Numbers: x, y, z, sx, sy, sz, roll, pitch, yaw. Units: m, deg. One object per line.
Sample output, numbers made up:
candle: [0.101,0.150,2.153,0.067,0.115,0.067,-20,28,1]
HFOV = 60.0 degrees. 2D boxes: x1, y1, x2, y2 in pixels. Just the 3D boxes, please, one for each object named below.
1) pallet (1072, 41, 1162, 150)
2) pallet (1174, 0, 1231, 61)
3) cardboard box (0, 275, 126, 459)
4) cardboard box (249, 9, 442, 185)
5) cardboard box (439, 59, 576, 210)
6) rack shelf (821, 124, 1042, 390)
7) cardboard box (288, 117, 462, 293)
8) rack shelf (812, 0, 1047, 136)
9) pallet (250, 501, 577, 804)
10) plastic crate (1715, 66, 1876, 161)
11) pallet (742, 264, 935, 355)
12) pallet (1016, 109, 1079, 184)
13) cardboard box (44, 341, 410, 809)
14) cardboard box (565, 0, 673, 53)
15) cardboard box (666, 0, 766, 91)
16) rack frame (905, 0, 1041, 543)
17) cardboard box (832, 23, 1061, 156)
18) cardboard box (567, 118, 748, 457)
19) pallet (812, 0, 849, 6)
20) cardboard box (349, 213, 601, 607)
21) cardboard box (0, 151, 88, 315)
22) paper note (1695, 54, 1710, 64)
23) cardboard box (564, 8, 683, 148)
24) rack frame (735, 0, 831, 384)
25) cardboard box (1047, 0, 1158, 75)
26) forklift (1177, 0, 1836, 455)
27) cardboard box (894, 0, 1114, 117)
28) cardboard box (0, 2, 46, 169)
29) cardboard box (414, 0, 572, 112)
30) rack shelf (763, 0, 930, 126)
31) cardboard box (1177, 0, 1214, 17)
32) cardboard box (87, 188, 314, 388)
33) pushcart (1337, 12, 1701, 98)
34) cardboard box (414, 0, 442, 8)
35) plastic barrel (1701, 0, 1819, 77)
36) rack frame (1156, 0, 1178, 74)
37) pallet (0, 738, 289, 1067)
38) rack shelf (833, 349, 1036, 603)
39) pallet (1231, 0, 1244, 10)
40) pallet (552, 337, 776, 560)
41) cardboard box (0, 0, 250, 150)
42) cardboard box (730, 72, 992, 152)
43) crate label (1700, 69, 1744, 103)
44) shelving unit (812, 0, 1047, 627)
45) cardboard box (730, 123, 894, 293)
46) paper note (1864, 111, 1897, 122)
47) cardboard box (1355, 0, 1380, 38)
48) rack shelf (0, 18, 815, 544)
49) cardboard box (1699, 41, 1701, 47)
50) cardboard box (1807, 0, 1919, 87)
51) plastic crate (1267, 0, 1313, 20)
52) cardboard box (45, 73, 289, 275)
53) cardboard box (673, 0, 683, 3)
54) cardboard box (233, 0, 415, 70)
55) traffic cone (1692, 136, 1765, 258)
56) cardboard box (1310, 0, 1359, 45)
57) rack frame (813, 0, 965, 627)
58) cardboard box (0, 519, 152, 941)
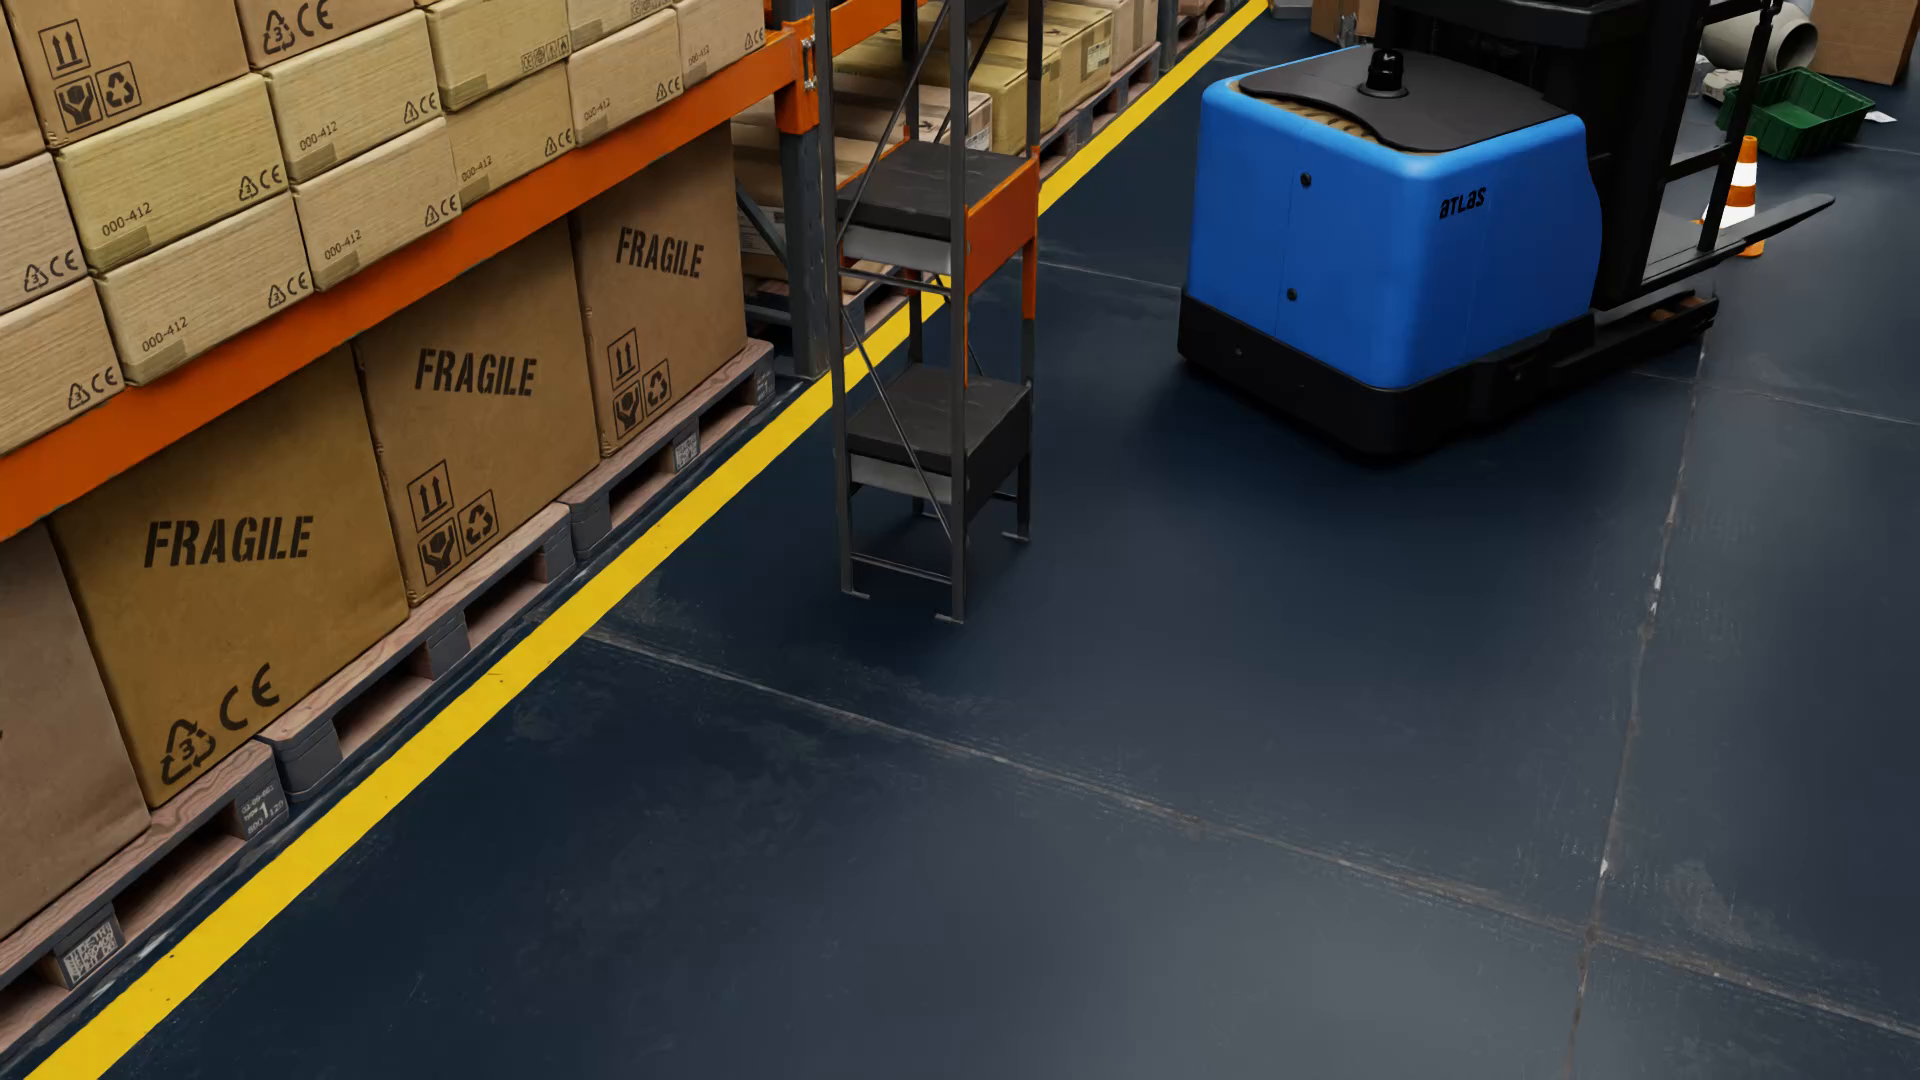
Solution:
pallet: [0.386,-2.411,8.735,1.003,0.211,1.213,14,36,20]
pallet: [0.960,-3.142,9.849,1.003,0.211,1.213,14,36,20]
cardboard box: [-1.997,-0.335,3.162,0.500,0.250,0.500,13,36,19]
cardboard box: [-1.559,-1.046,3.790,0.500,0.250,0.500,13,35,19]
cardboard box: [-1.363,-1.094,4.320,0.500,0.250,0.500,14,36,20]
rack shelf: [-0.069,-0.784,4.556,0.431,0.518,0.480,14,36,20]
cardboard box: [-1.551,-0.834,3.923,0.500,0.250,0.500,14,36,20]
rack shelf: [-0.069,-1.370,4.172,0.431,0.518,0.480,14,36,20]
pallet: [-1.873,0.173,4.793,1.003,0.211,1.213,14,36,20]
plastic crate: [4.132,-2.116,8.253,0.662,0.188,0.450,-21,49,-29]
pallet: [-0.635,-1.196,6.882,1.003,0.211,1.213,14,36,20]
pallet: [-0.123,-1.802,7.805,1.003,0.211,1.213,14,36,20]
cardboard box: [-2.079,-0.047,4.141,0.875,0.875,0.875,15,36,22]
cardboard box: [-1.146,-1.564,4.581,0.500,0.250,0.500,13,36,19]
cardboard box: [-0.939,-1.599,5.090,0.500,0.250,0.500,13,35,19]
rack frame: [0.033,-0.917,4.734,0.400,2.100,0.015,14,36,20]
cardboard box: [-0.094,-2.075,7.693,0.950,0.372,0.625,15,36,22]
cardboard box: [-1.327,-0.936,5.496,0.875,0.875,0.875,14,36,20]
pallet: [-0.761,-2.273,6.155,1.213,0.211,1.003,14,36,20]
cardboard box: [-1.704,-0.492,4.820,0.875,0.875,0.875,15,36,21]
cardboard box: [-2.004,-0.548,3.031,0.500,0.250,0.500,15,36,21]
paper note: [4.155,-2.732,9.395,0.172,0.023,0.155,29,43,36]
cardboard box: [-1.138,-1.341,4.697,0.500,0.250,0.500,15,36,21]
rack frame: [-0.963,-1.973,5.524,1.000,3.000,0.127,14,36,20]
cardboard box: [0.493,-2.781,8.769,0.950,0.372,0.625,15,36,21]
forklift: [2.300,-2.149,5.854,3.031,2.935,1.130,-22,39,-30]
cardboard box: [0.196,-2.422,8.221,0.950,0.372,0.625,16,37,23]
cardboard box: [-2.003,-0.854,2.814,0.500,0.500,0.500,14,36,20]
cardboard box: [-1.342,-1.304,4.185,0.500,0.250,0.500,13,36,19]
rack shelf: [-0.126,-2.669,7.241,1.077,0.370,4.000,14,36,20]
cardboard box: [1.203,-3.223,9.555,0.500,0.250,0.500,13,35,18]
cardboard box: [-1.769,-0.587,3.546,0.500,0.250,0.500,14,36,20]
pushcart: [2.802,-2.371,8.522,1.648,0.377,0.936,3,33,4]
cardboard box: [-1.363,-1.613,3.971,0.500,0.500,0.500,14,36,21]
plastic barrel: [4.330,-2.720,9.012,0.421,0.421,0.512,-15,36,-21]
rack frame: [0.711,-3.966,8.562,1.000,3.000,0.127,14,36,20]
pallet: [-2.382,0.783,3.863,1.003,0.211,1.213,14,36,20]
rack shelf: [-0.069,-0.199,4.940,0.431,0.518,0.480,14,36,20]
pallet: [1.469,-3.752,10.779,1.003,0.211,1.213,14,36,20]
pallet: [-1.361,-0.432,5.716,1.003,0.211,1.213,14,36,20]
cardboard box: [-1.791,-1.103,3.194,0.500,0.500,0.500,13,36,19]
cardboard box: [-0.416,-1.699,7.118,0.950,0.372,0.625,13,36,20]
crate label: [4.073,-2.384,8.761,0.298,0.136,0.250,-9,34,-13]
shelving unit: [-0.069,-0.796,4.549,0.431,2.100,0.503,14,36,20]
cardboard box: [-0.717,-1.329,6.555,0.950,0.372,0.625,12,35,17]
paper note: [4.708,-2.182,8.549,0.147,0.020,0.142,-9,34,-13]
cardboard box: [2.340,-2.844,8.440,0.500,0.500,0.500,14,36,20]
rack shelf: [-1.800,-0.677,4.202,1.077,0.370,4.000,14,36,20]
cardboard box: [4.295,-3.016,9.607,0.396,0.266,0.258,21,39,28]
cardboard box: [4.966,-2.845,9.130,0.500,0.500,0.500,21,39,28]
plastic crate: [2.112,-3.338,10.269,0.402,0.080,0.583,3,33,4]
cardboard box: [-1.768,-0.793,3.405,0.500,0.250,0.500,15,36,21]
cardboard box: [-0.935,-1.820,4.971,0.500,0.250,0.500,14,36,20]
cardboard box: [-1.581,-1.362,3.589,0.500,0.500,0.500,14,36,20]
traffic cone: [3.316,-1.498,7.113,0.336,0.463,0.334,14,36,20]
cardboard box: [2.395,-3.143,9.585,0.500,0.500,0.500,-15,36,-21]
rack frame: [-0.171,-0.674,4.363,0.400,2.100,0.015,14,36,20]
cardboard box: [-2.450,0.404,3.452,0.875,0.875,0.875,15,36,22]
